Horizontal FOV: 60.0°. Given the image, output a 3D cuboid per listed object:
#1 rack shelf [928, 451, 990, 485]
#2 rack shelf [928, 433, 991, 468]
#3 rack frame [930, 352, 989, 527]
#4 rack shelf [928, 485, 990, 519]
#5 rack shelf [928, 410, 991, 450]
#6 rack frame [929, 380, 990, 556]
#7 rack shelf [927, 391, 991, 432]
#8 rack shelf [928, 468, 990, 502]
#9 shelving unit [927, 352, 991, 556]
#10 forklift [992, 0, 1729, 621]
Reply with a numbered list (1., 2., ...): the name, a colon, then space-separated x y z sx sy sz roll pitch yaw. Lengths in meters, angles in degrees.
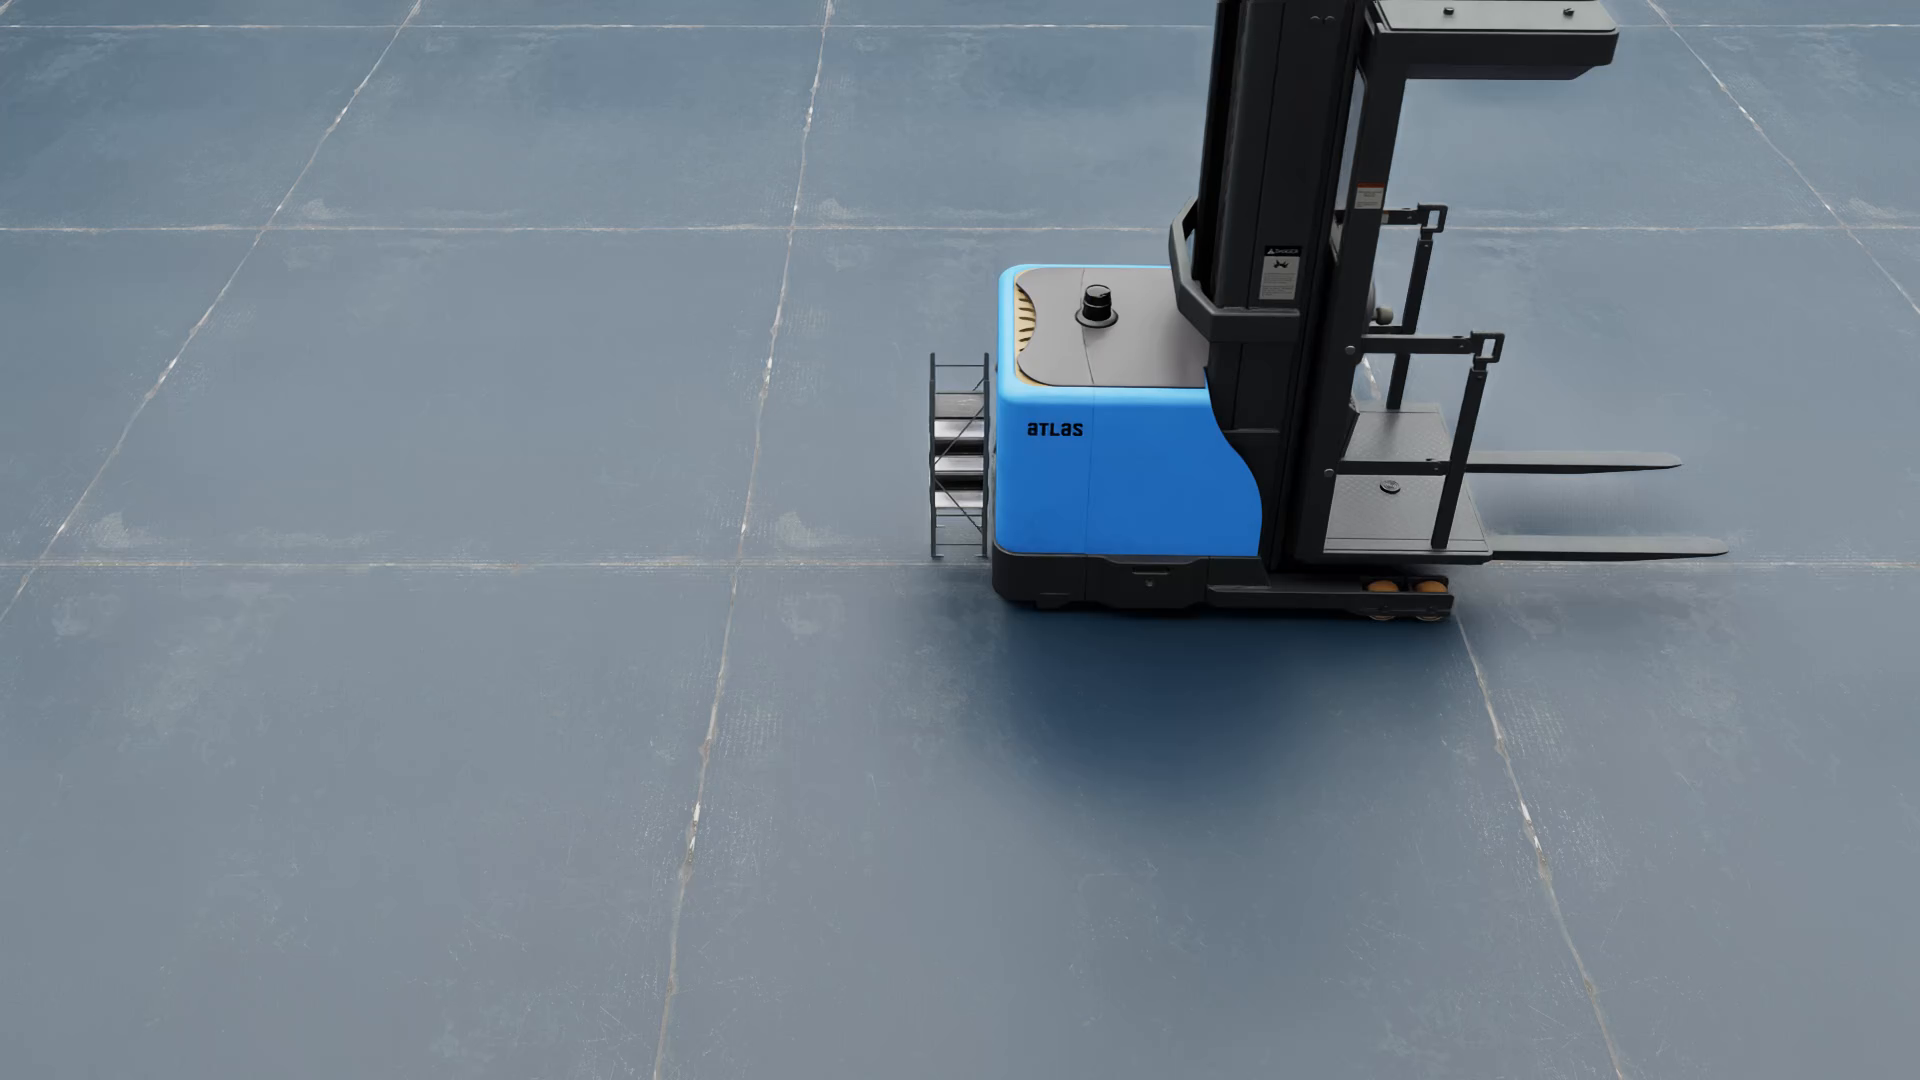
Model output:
1. rack shelf: -0.003 -0.321 6.983 0.258 0.077 0.200 0 39 0
2. rack shelf: -0.003 -0.391 6.927 0.258 0.077 0.200 0 39 0
3. rack frame: -0.003 -0.410 7.041 0.240 0.900 0.006 0 39 0
4. rack shelf: -0.004 -0.180 7.095 0.258 0.077 0.200 0 39 0
5. rack shelf: -0.003 -0.461 6.870 0.258 0.077 0.200 0 39 0
6. rack frame: -0.003 -0.283 6.883 0.240 0.900 0.006 0 39 0
7. rack shelf: -0.003 -0.531 6.814 0.258 0.077 0.200 0 39 0
8. rack shelf: -0.004 -0.250 7.039 0.258 0.077 0.200 0 39 0
9. shelving unit: -0.003 -0.347 6.962 0.258 0.900 0.210 0 39 0
10. forklift: 1.656 -1.149 6.340 3.031 2.935 1.130 1 39 1
